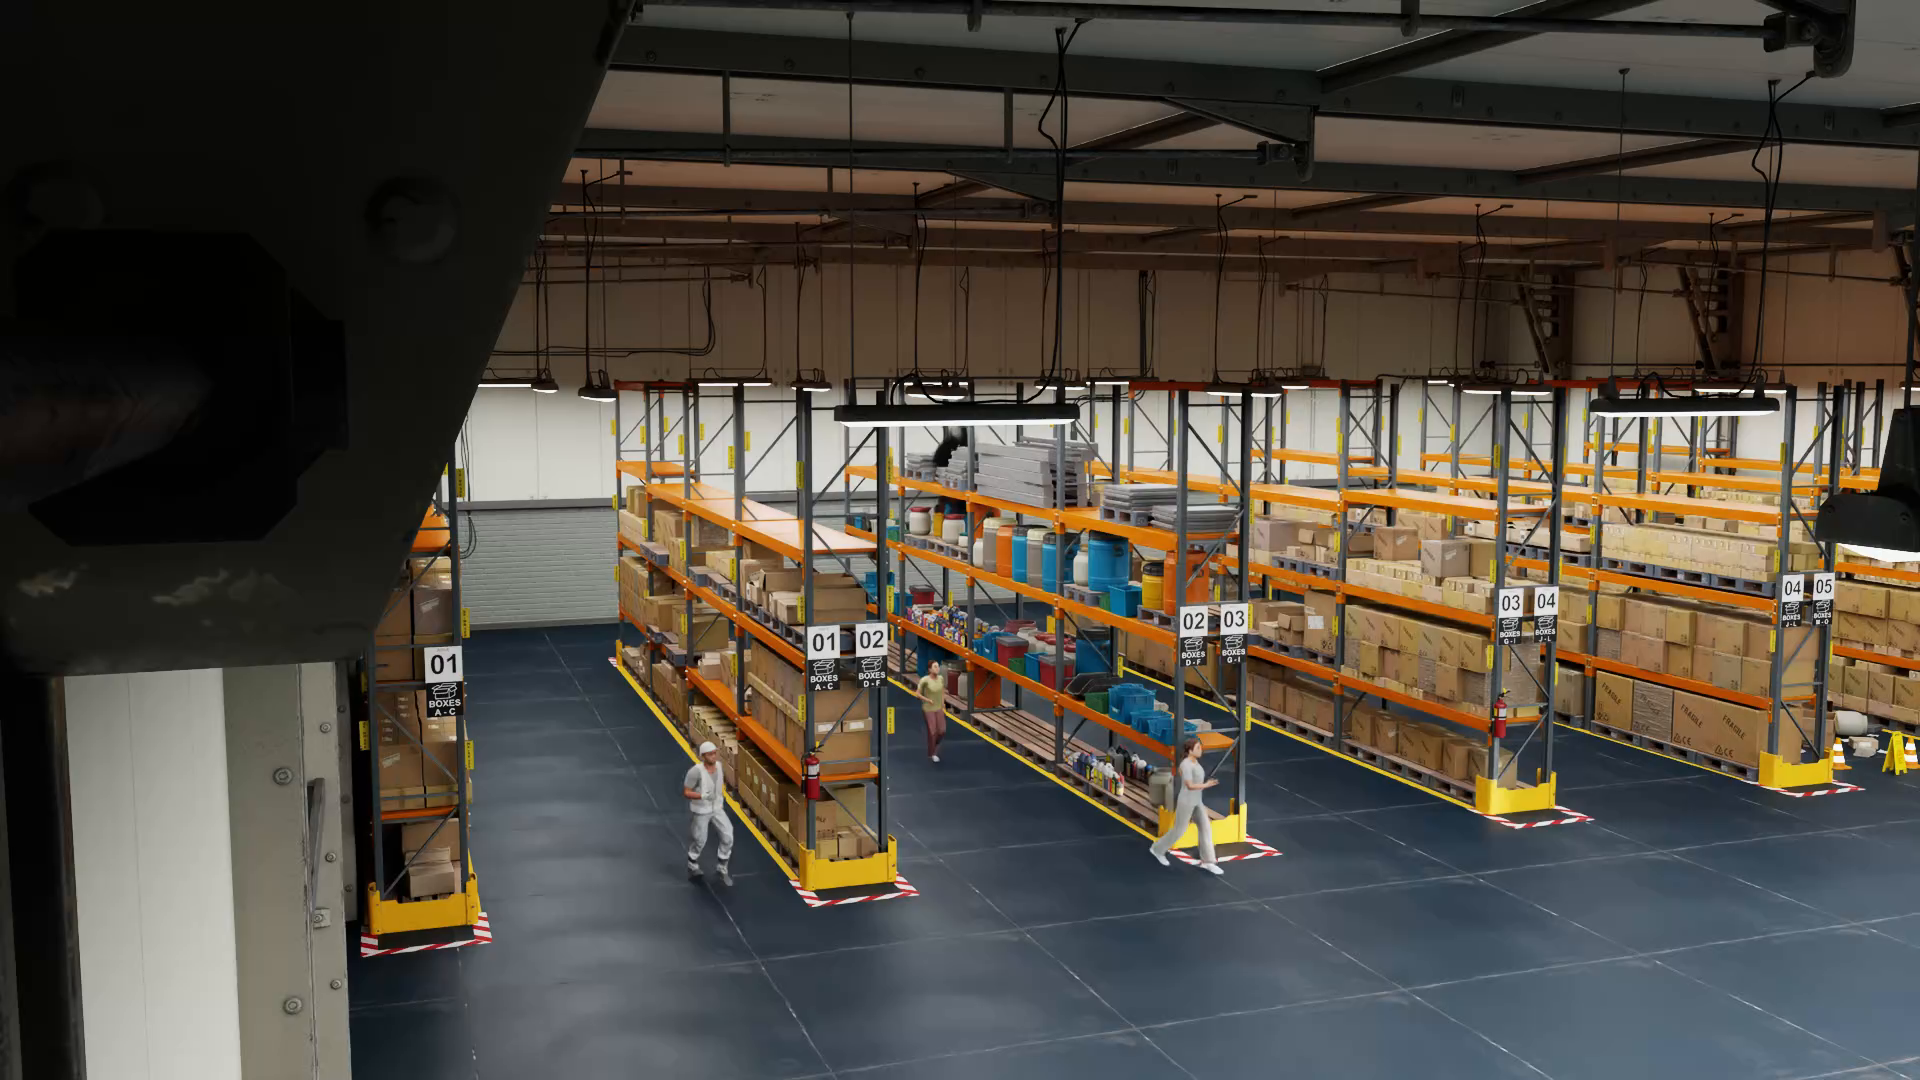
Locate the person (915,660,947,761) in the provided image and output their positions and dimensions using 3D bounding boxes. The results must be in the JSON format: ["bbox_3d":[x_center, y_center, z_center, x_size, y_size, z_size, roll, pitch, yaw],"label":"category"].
[{"bbox_3d":[-0.435,2.725,26.539,0.567,1.629,0.563,-3,7,-28],"label":"person"}]

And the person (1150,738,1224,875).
[{"bbox_3d":[2.836,3.286,20.704,0.948,1.678,0.552,3,7,27],"label":"person"}]

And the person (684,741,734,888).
[{"bbox_3d":[-3.078,3.322,20.216,0.671,1.803,0.811,-5,8,-39],"label":"person"}]
